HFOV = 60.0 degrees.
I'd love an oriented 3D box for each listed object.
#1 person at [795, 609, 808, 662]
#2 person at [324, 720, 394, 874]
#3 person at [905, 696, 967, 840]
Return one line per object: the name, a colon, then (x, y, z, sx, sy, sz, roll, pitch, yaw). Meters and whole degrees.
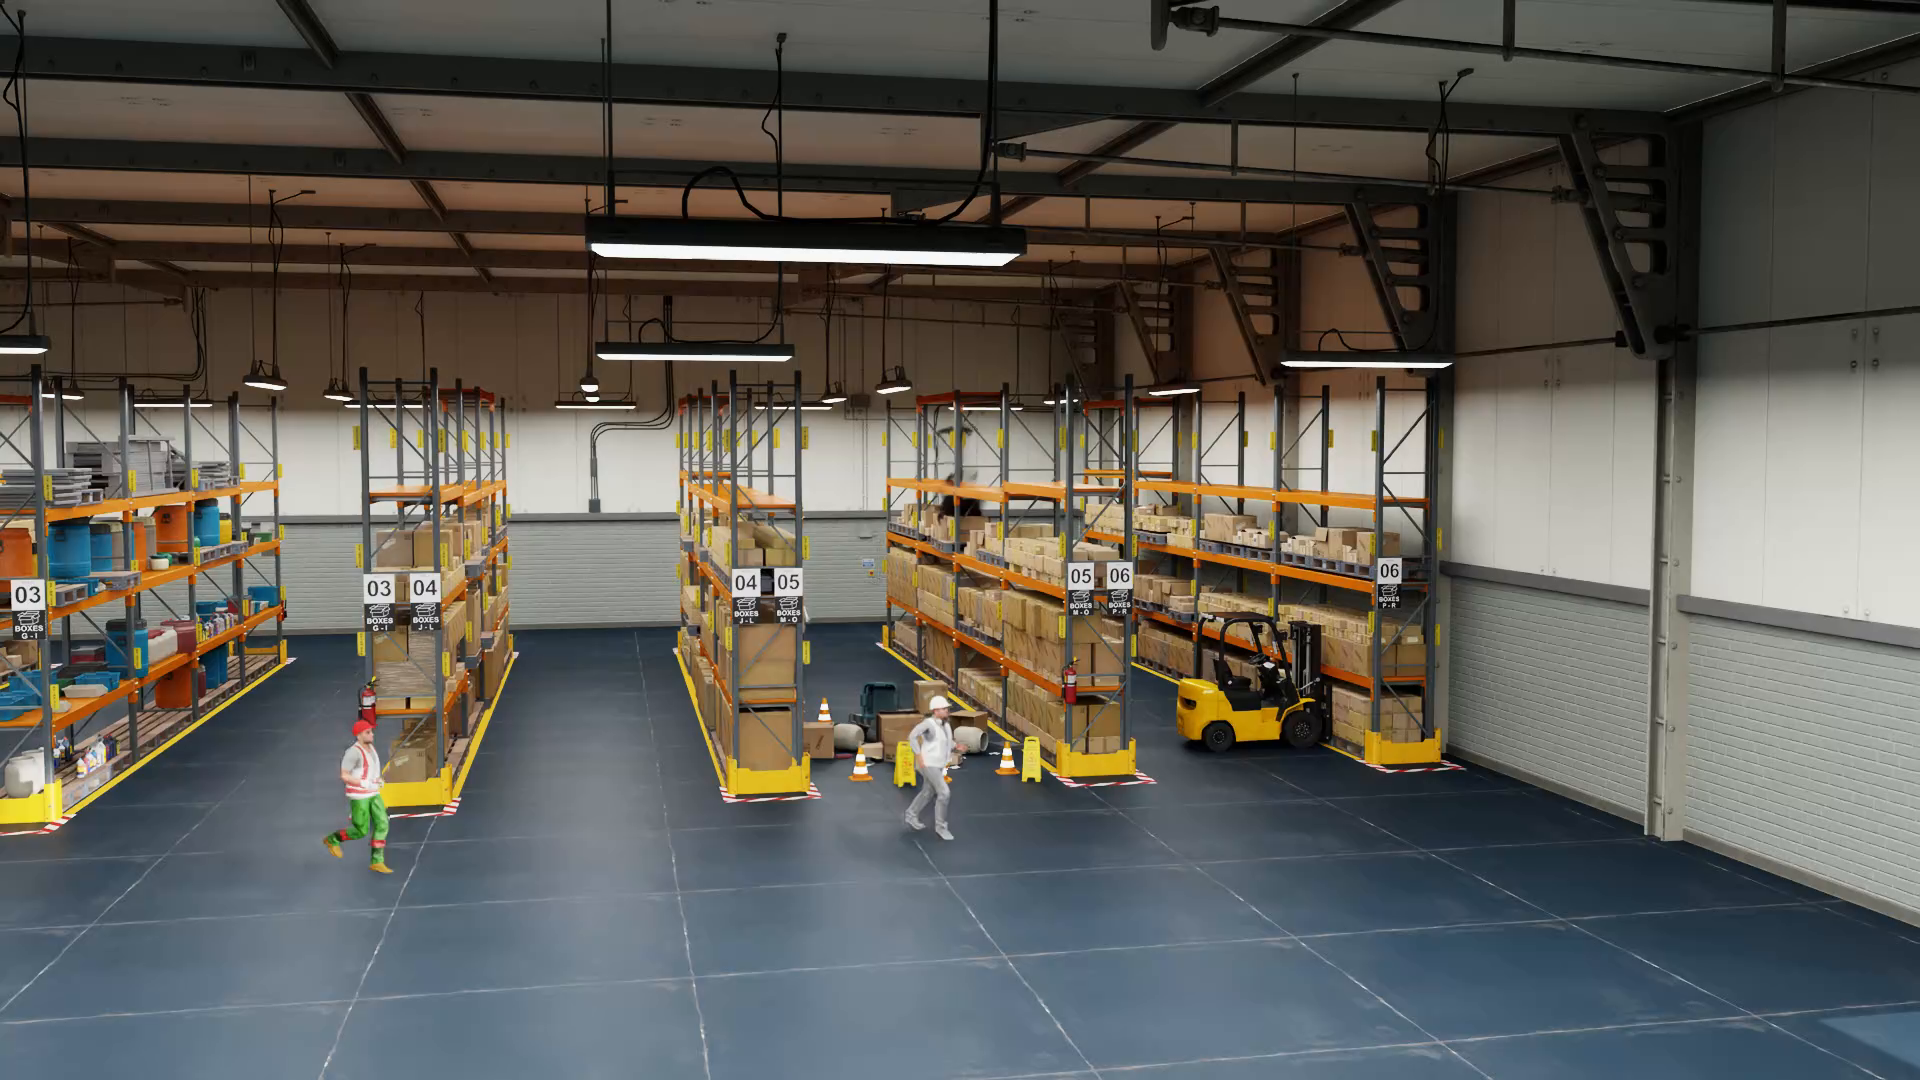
person: (-3.693, 2.064, 37.612, 0.548, 1.447, 0.906, -1, 3, -9)
person: (-6.988, 2.985, 19.360, 0.866, 1.788, 0.666, 1, 4, 15)
person: (-0.334, 2.884, 21.085, 0.882, 1.831, 0.596, 2, 4, 25)
